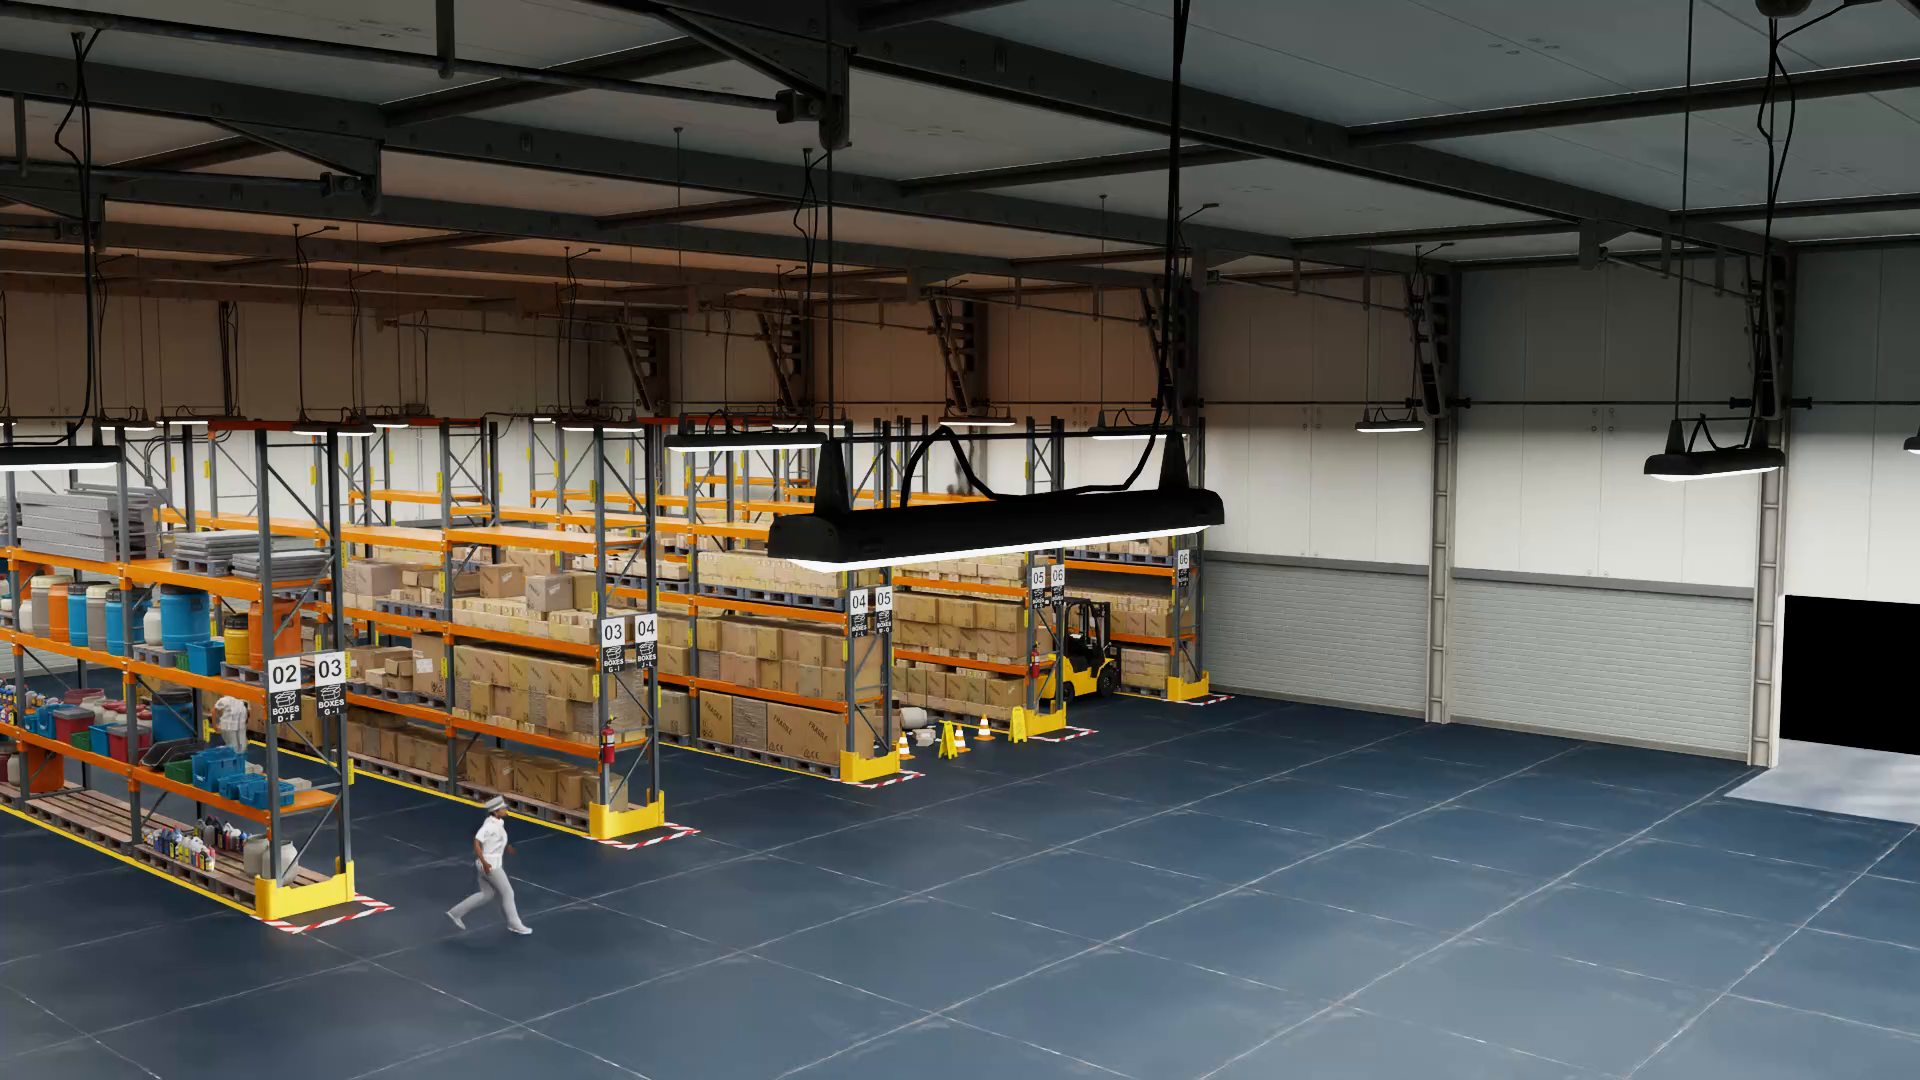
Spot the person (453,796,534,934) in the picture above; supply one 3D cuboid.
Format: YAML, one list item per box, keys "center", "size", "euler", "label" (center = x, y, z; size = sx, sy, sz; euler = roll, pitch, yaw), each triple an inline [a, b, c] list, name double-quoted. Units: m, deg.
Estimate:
- center: [-5.521, 3.869, 19.655]
  size: [0.908, 1.689, 0.600]
  euler: [-1, 5, -15]
  label: "person"

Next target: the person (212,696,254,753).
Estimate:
- center: [-12.225, 3.211, 28.094]
  size: [0.621, 1.609, 0.646]
  euler: [3, 6, 35]
  label: "person"
